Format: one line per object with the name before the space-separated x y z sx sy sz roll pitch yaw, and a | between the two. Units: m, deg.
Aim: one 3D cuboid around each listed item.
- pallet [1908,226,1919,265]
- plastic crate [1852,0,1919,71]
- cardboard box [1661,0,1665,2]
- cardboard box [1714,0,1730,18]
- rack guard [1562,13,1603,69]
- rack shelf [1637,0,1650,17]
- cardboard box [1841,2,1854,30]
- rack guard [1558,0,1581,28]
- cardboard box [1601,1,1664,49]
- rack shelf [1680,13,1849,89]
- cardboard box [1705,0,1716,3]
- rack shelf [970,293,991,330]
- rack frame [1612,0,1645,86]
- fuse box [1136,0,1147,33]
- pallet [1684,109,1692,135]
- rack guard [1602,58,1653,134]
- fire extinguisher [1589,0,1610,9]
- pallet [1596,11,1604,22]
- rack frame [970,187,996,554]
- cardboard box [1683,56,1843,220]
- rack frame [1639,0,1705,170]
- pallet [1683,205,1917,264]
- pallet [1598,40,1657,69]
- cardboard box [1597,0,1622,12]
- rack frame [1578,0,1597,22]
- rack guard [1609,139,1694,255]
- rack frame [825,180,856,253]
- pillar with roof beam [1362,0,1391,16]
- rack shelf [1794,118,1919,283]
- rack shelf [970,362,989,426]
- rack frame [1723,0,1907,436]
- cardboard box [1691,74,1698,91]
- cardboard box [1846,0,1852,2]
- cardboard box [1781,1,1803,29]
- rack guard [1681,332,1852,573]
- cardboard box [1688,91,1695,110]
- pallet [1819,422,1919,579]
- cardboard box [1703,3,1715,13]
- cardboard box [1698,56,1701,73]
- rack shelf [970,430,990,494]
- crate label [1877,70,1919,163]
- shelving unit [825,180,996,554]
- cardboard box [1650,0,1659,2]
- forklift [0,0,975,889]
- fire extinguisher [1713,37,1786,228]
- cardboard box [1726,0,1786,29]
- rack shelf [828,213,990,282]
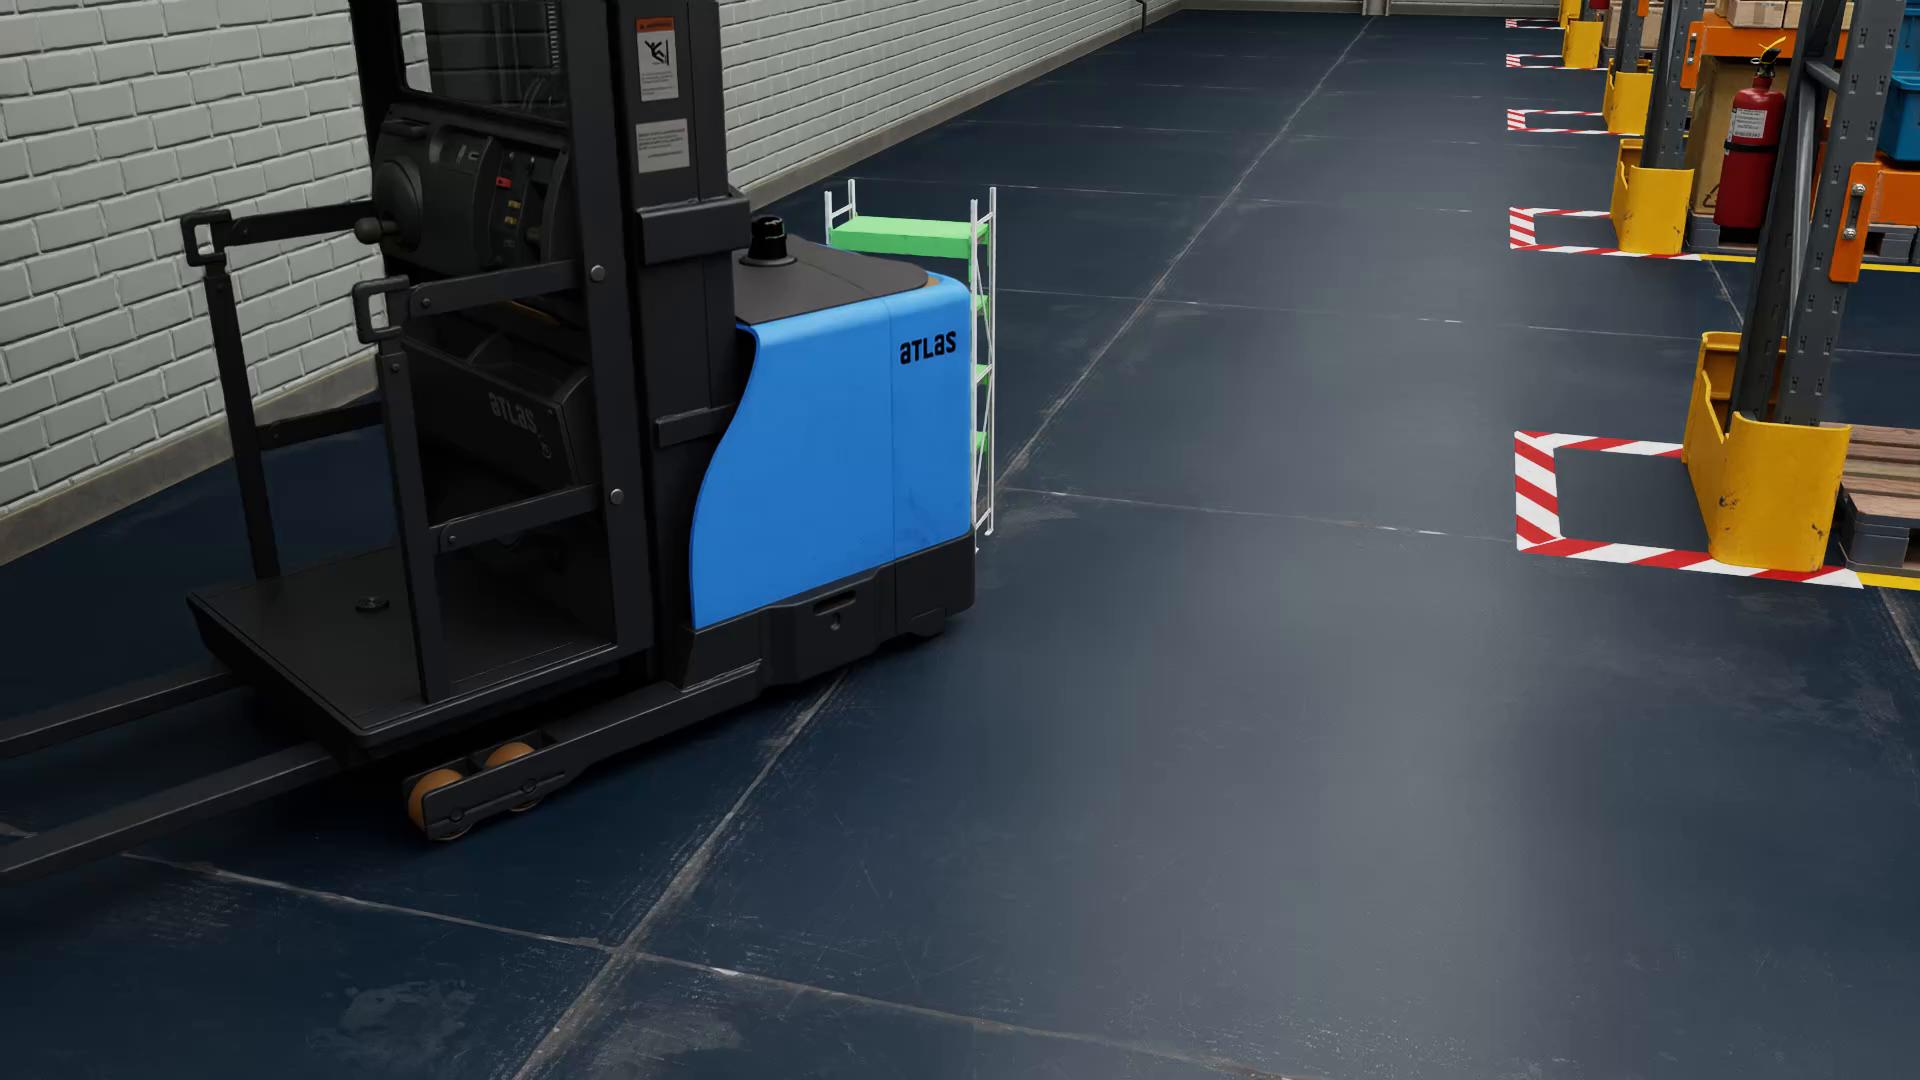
pallet | 6.267 -1.821 9.930 1.213 0.211 1.003 7 23 16
plastic crate | 3.259 -1.580 5.544 0.499 0.435 0.616 7 23 16
cardboard box | 9.973 -7.537 22.933 0.500 0.500 0.700 8 23 18
cardboard box | 4.751 -3.269 10.118 0.250 0.149 0.380 7 23 17
rack guard | 7.155 -5.751 19.132 0.348 0.500 1.175 7 23 16
rack shelf | 7.759 -4.543 13.842 4.000 0.370 1.077 7 23 16
cardboard box | 5.051 -2.974 9.398 0.250 0.149 0.380 6 23 14
rack guard | 8.681 -7.544 23.503 0.348 0.500 1.175 7 23 16
cardboard box | 7.839 -5.878 18.970 0.875 0.438 0.875 6 23 14
rack shelf | 6.230 -2.752 9.475 4.000 0.370 1.077 7 23 16
cardboard box | 10.451 -7.443 22.703 0.500 0.500 0.500 7 23 17
rack shelf | -0.158 -0.736 5.520 0.480 0.148 0.258 7 23 16
rack frame | 5.845 -5.095 14.240 0.127 3.000 1.000 7 23 16
fuse box | 2.519 -7.666 22.204 0.414 1.711 0.539 7 23 16
pallet | 6.685 -3.695 14.500 1.213 0.211 1.003 7 23 16
rack guard | 5.917 -3.931 14.694 0.348 0.500 1.175 7 23 16
fire extinguisher | 5.737 -5.082 14.801 0.183 0.674 0.296 7 23 16
pallet | 9.444 -7.323 23.345 1.213 0.211 1.003 7 23 16
rack frame | 0.075 -0.547 5.521 0.015 1.200 0.240 7 23 16
cardboard box | 4.951 -2.475 10.097 0.875 0.875 0.875 7 23 16
rack frame | 4.315 -3.304 9.873 0.127 3.000 1.000 7 23 16
pallet | 5.103 -1.955 10.258 1.213 0.211 1.003 7 23 16
pallet | 7.966 -5.556 19.036 1.213 0.211 1.003 7 23 16
cardboard box | 9.166 -7.647 23.195 0.637 0.503 0.797 6 23 13
rack frame | 7.178 -6.905 18.651 0.127 3.000 1.000 7 23 16
rack guard | 4.292 -2.151 10.354 0.348 0.500 1.175 7 23 16
rack frame | -0.392 -0.600 5.652 0.015 1.200 0.240 7 23 16
pillar with roof beam | 5.043 -10.543 19.616 0.400 9.000 9.100 7 23 16
rack shelf | 4.799 -0.953 5.088 4.000 0.370 1.077 7 23 16
rack shelf | -0.158 -0.514 5.611 0.480 0.148 0.258 7 23 16
rack frame | 2.884 -1.505 5.486 0.127 3.000 1.000 7 23 16
cardboard box | 6.272 -3.958 14.277 0.250 0.149 0.380 8 23 18
cardboard box | 5.196 -3.167 9.345 0.500 0.250 0.500 6 23 15
cardboard box | 4.806 -3.002 9.467 0.250 0.149 0.380 6 23 15
rack guard | 2.858 -0.346 5.956 0.348 0.500 1.175 7 23 16
cardboard box | 6.254 -3.797 14.277 0.250 0.149 0.380 7 23 17
pallet | 3.663 -0.110 5.761 1.213 0.211 1.003 7 23 16
cardboard box | 8.717 -5.781 18.733 0.875 0.438 0.875 7 23 17
cardboard box | 6.248 -4.065 14.147 0.250 0.149 0.380 5 23 13
rack shelf | -0.158 -0.292 5.702 0.480 0.148 0.258 7 23 16
crate label | 3.026 -1.309 5.149 0.303 0.233 0.416 7 23 16
shelving unit | -0.158 -0.573 5.587 0.503 1.200 0.258 7 23 16
cardboard box | 9.562 -7.422 23.115 0.250 0.149 0.380 6 23 13
forklift | -1.375 -0.855 3.993 3.031 2.935 1.130 -20 29 -39
fire extinguisher | 2.871 -1.478 6.015 0.183 0.674 0.296 7 23 16
cardboard box | 4.560 -3.029 9.534 0.250 0.149 0.380 7 23 16
rack shelf | -0.158 -0.958 5.429 0.480 0.148 0.258 7 23 16
